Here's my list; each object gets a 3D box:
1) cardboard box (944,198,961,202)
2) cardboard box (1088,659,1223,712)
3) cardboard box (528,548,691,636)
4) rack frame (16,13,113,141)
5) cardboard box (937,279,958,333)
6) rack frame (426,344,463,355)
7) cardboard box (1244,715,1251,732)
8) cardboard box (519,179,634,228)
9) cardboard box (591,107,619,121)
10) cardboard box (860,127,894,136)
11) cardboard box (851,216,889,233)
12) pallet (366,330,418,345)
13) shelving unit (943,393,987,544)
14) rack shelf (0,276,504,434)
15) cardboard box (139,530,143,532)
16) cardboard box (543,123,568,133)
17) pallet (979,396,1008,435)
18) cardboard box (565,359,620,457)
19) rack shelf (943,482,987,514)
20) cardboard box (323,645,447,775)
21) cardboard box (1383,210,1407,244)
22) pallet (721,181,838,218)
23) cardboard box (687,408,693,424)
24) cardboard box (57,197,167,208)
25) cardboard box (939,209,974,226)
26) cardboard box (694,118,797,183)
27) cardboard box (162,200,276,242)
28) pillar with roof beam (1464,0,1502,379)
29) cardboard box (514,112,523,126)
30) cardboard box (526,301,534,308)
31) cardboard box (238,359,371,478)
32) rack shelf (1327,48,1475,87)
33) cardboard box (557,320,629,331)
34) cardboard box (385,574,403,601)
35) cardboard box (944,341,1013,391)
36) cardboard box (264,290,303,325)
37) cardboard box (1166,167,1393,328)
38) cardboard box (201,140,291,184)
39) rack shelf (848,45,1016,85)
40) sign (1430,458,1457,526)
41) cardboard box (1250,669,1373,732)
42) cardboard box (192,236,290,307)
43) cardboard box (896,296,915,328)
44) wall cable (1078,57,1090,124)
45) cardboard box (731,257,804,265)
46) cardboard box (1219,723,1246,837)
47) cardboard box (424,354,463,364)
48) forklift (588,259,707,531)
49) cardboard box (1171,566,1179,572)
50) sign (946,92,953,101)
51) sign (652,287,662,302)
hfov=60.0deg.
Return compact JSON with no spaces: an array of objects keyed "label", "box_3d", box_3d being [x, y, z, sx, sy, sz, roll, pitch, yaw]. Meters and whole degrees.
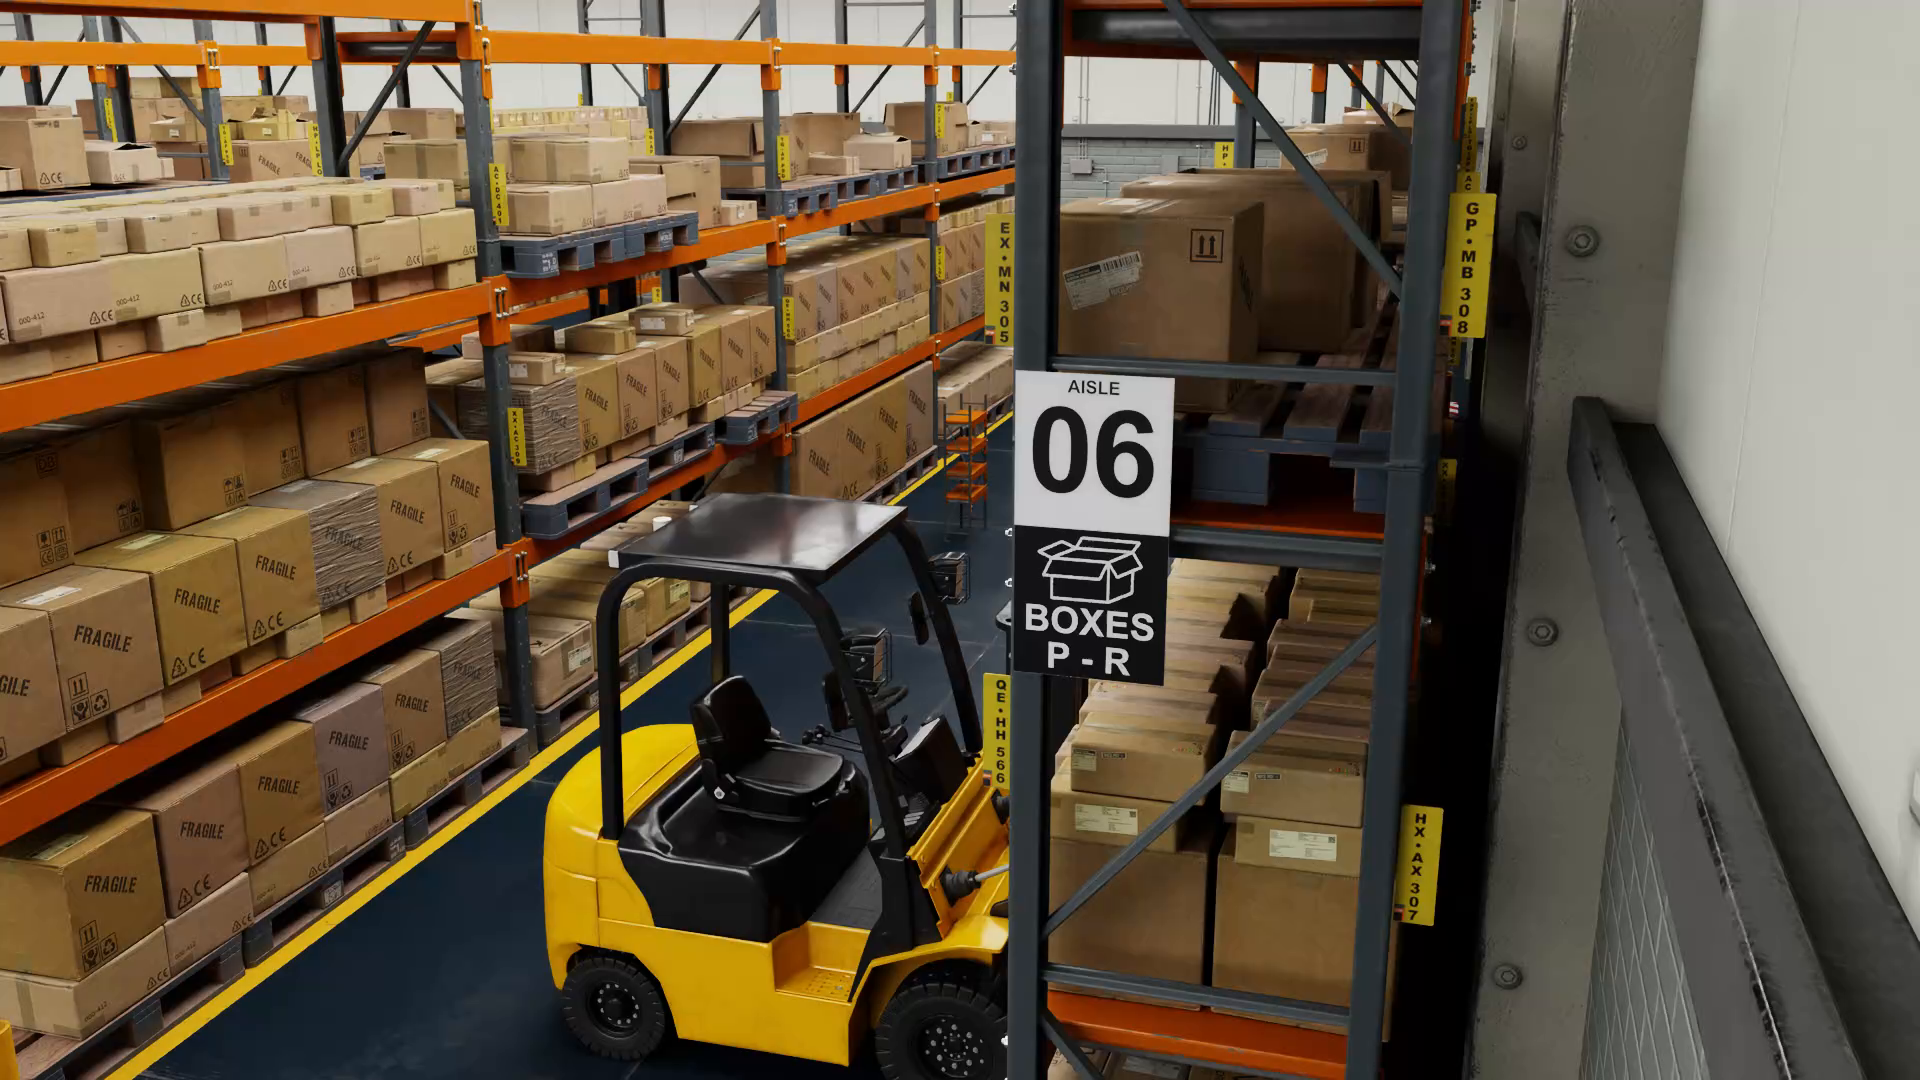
[{"label":"cardboard box","box_3d":[-0.200,-3.905,19.394,0.380,0.149,0.250,4,16,14]},{"label":"cardboard box","box_3d":[0.616,0.481,5.220,0.380,0.149,0.250,5,17,17]},{"label":"cardboard box","box_3d":[-2.453,0.356,11.624,0.950,0.372,0.625,5,17,18]},{"label":"rack frame","box_3d":[-10.224,-5.946,18.803,1.000,3.000,0.127,5,16,16]},{"label":"cardboard box","box_3d":[-0.338,-2.442,17.260,0.500,0.500,0.500,5,17,18]},{"label":"rack frame","box_3d":[-5.498,-2.649,18.172,1.000,3.000,0.127,5,16,16]},{"label":"cardboard box","box_3d":[1.060,0.668,5.107,0.380,0.149,0.250,4,16,15]},{"label":"cardboard box","box_3d":[-2.303,-2.026,9.984,0.500,0.250,0.500,4,16,15]},{"label":"cardboard box","box_3d":[-4.381,-5.187,20.252,0.380,0.149,0.250,5,17,17]},{"label":"cardboard box","box_3d":[-0.848,-4.112,17.127,0.396,0.266,0.258,5,17,18]},{"label":"cardboard box","box_3d":[-0.940,-3.238,17.044,0.380,0.149,0.250,4,16,15]},{"label":"pallet","box_3d":[-6.111,-2.031,16.346,1.003,0.211,1.213,5,16,16]},{"label":"shelving unit","box_3d":[0.047,-0.621,14.318,0.258,1.200,0.503,5,16,16]},{"label":"rack shelf","box_3d":[-3.565,-0.772,7.377,1.077,0.370,4.000,5,16,16]},{"label":"cardboard box","box_3d":[-3.789,0.101,7.748,0.500,0.500,0.500,5,17,17]},{"label":"cardboard box","box_3d":[-4.828,-4.628,19.012,0.500,0.250,0.500,5,17,17]},{"label":"pallet","box_3d":[-0.087,-1.463,19.101,1.003,0.211,1.213,5,16,16]},{"label":"cardboard box","box_3d":[-2.446,-0.823,10.238,0.500,0.500,0.500,5,16,16]},{"label":"rack shelf","box_3d":[0.047,-0.365,14.391,0.258,0.148,0.480,5,16,16]},{"label":"cardboard box","box_3d":[-3.050,0.870,8.660,0.500,0.500,0.500,5,17,17]},{"label":"cardboard box","box_3d":[2.193,-1.594,8.462,0.380,0.149,0.250,5,16,16]},{"label":"pallet","box_3d":[-1.727,-2.770,13.447,1.213,0.211,1.003,5,17,18]},{"label":"cardboard box","box_3d":[-2.099,-0.883,11.636,0.380,0.149,0.250,5,17,16]},{"label":"cardboard box","box_3d":[-3.761,-1.434,7.391,0.380,0.149,0.250,5,17,17]},{"label":"cardboard box","box_3d":[-0.062,-3.461,17.831,0.380,0.149,0.250,4,16,14]},{"label":"cardboard box","box_3d":[-1.760,-3.212,13.707,0.700,0.500,0.500,4,16,13]},{"label":"cardboard box","box_3d":[-3.226,-1.392,7.241,0.380,0.149,0.250,5,17,17]},{"label":"pillar with roof beam","box_3d":[2.677,-6.810,21.847,9.100,9.000,0.400,5,16,16]},{"label":"cardboard box","box_3d":[-5.056,-4.648,18.351,0.380,0.149,0.250,4,16,15]},{"label":"cardboard box","box_3d":[-5.076,-2.724,18.897,0.380,0.149,0.250,4,16,13]},{"label":"cardboard box","box_3d":[-3.495,-0.641,8.530,0.700,0.500,0.500,5,17,16]},{"label":"rack shelf","box_3d":[3.469,-3.732,13.048,1.077,0.370,4.000,5,16,16]},{"label":"cardboard box","box_3d":[-2.495,-1.262,11.785,0.500,0.500,0.500,5,17,17]},{"label":"cardboard box","box_3d":[-3.093,0.222,8.510,0.380,0.149,0.250,4,16,15]},{"label":"cardboard box","box_3d":[0.322,-2.127,20.258,0.875,0.438,0.875,4,16,14]},{"label":"cardboard box","box_3d":[-3.254,-1.085,7.622,0.380,0.149,0.250,5,17,17]},{"label":"cardboard box","box_3d":[1.109,-1.056,5.917,0.797,0.503,0.637,5,17,18]},{"label":"cardboard box","box_3d":[-6.217,-3.223,14.513,0.500,0.500,0.500,5,16,16]},{"label":"rack shelf","box_3d":[-0.154,-5.163,18.091,1.077,0.370,4.000,5,16,16]},{"label":"sign","box_3d":[2.296,-0.227,7.900,0.100,0.325,0.005,5,16,16]},{"label":"cardboard box","box_3d":[1.095,0.521,5.078,0.380,0.149,0.250,5,17,17]},{"label":"cardboard box","box_3d":[-3.295,-1.178,7.217,0.500,0.250,0.500,5,17,17]},{"label":"cardboard box","box_3d":[-0.750,-2.194,15.928,0.500,0.250,0.500,5,17,17]},{"label":"wall cable","box_3d":[1.760,-7.734,25.107,0.463,3.000,0.029,5,16,16]},{"label":"cardboard box","box_3d":[-1.678,-2.194,14.552,0.500,0.500,0.500,5,16,16]},{"label":"cardboard box","box_3d":[0.672,0.900,5.478,0.500,0.500,0.500,5,17,18]},{"label":"cardboard box","box_3d":[-5.467,-1.795,17.597,0.500,0.250,0.500,4,16,14]},{"label":"forklift","box_3d":[-2.919,-1.688,14.910,1.130,2.935,3.031,5,16,16]},{"label":"cardboard box","box_3d":[1.030,0.221,6.682,0.380,0.149,0.250,4,16,14]},{"label":"sign","box_3d":[-0.116,-5.284,20.219,0.100,0.325,0.005,5,16,16]},{"label":"sign","box_3d":[-2.393,-1.844,13.213,0.100,0.325,0.005,5,16,16]}]
